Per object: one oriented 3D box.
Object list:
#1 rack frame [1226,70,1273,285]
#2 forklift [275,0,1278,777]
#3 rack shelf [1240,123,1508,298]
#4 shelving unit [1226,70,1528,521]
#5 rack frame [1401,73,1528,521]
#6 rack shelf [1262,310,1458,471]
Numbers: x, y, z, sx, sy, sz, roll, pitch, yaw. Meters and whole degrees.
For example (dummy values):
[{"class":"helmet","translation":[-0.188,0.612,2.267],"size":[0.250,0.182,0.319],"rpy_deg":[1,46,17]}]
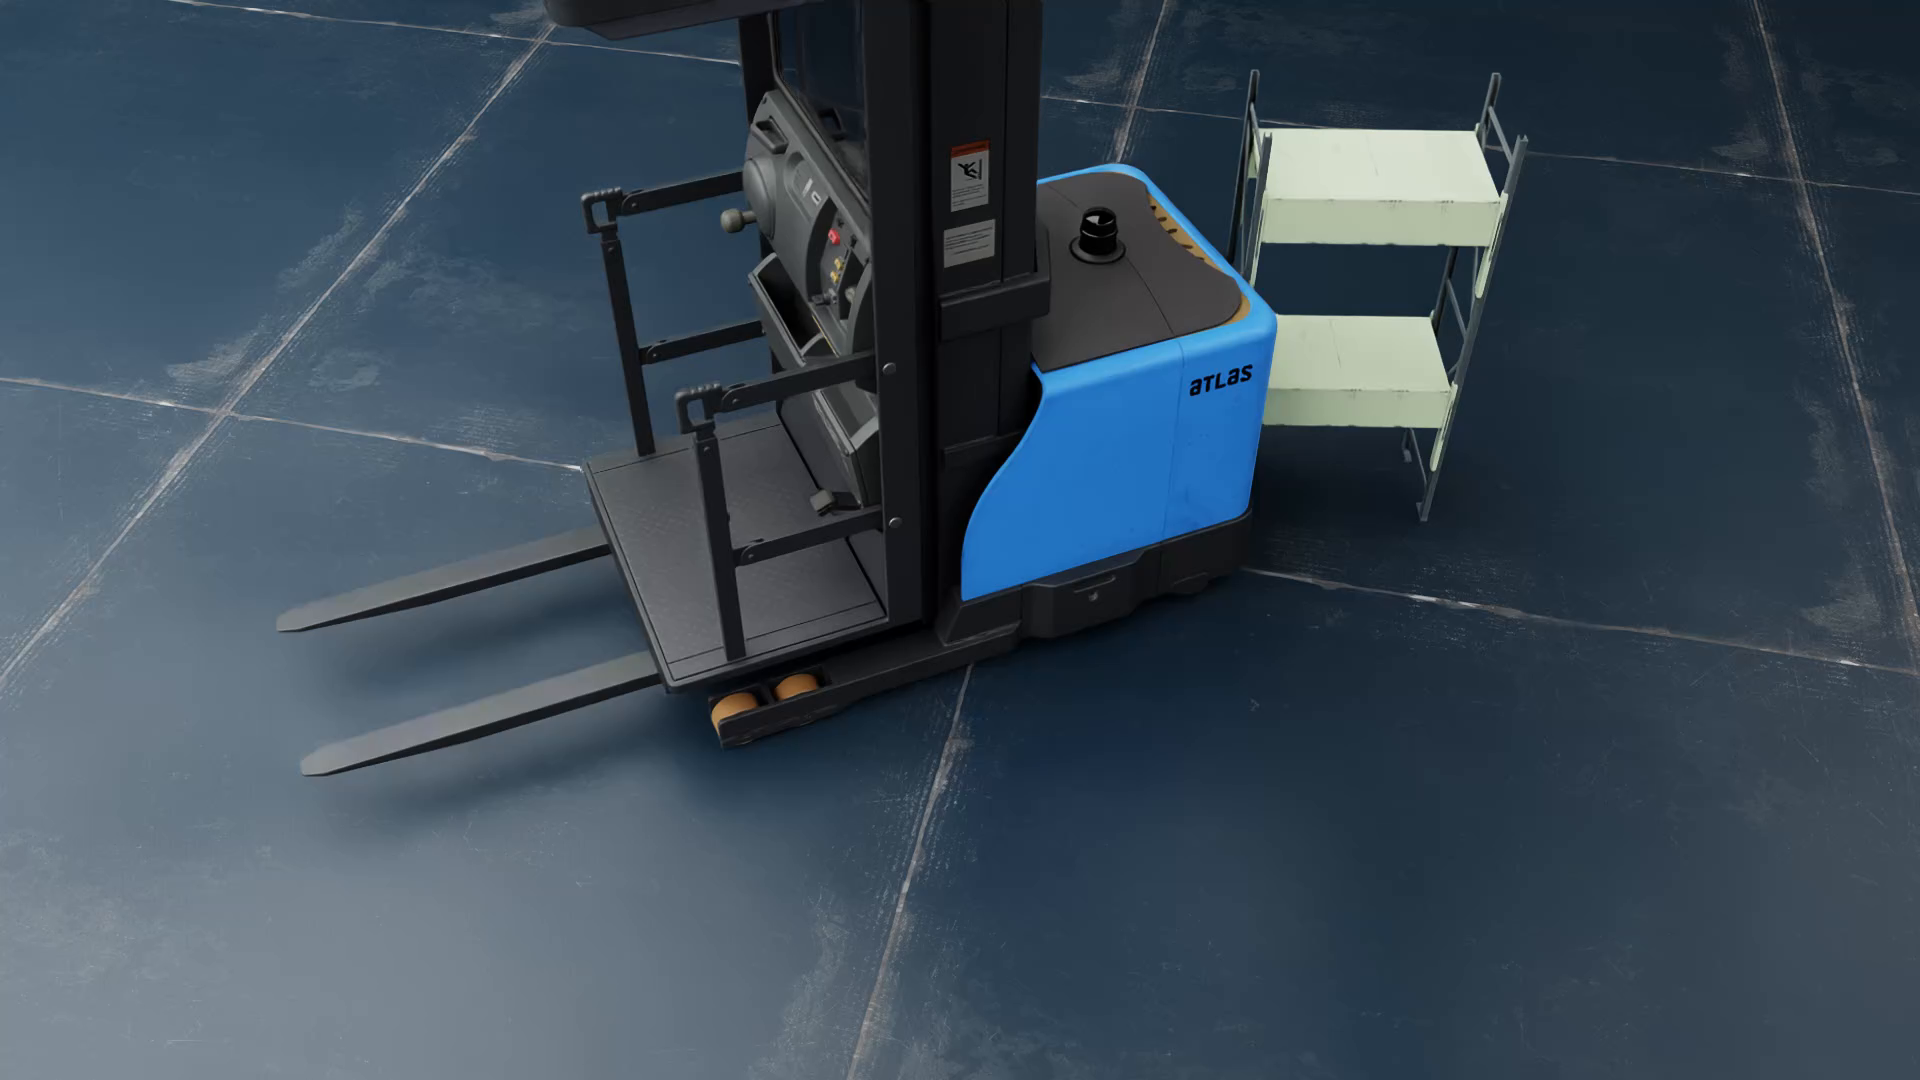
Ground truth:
[{"class":"rack frame","translation":[0.896,-0.758,5.456],"size":[0.023,1.500,0.400],"rpy_deg":[1,44,1]},{"class":"forklift","translation":[-0.608,-0.846,4.516],"size":[3.031,2.935,1.130],"rpy_deg":[-16,46,-16]},{"class":"rack shelf","translation":[1.262,-1.033,5.179],"size":[0.720,0.370,0.431],"rpy_deg":[1,44,1]},{"class":"shelving unit","translation":[1.262,-0.751,5.449],"size":[0.755,1.500,0.431],"rpy_deg":[1,44,1]},{"class":"rack frame","translation":[1.627,-0.745,5.443],"size":[0.023,1.500,0.400],"rpy_deg":[1,44,1]},{"class":"rack shelf","translation":[1.262,-0.517,5.675],"size":[0.720,0.370,0.431],"rpy_deg":[1,44,1]}]
